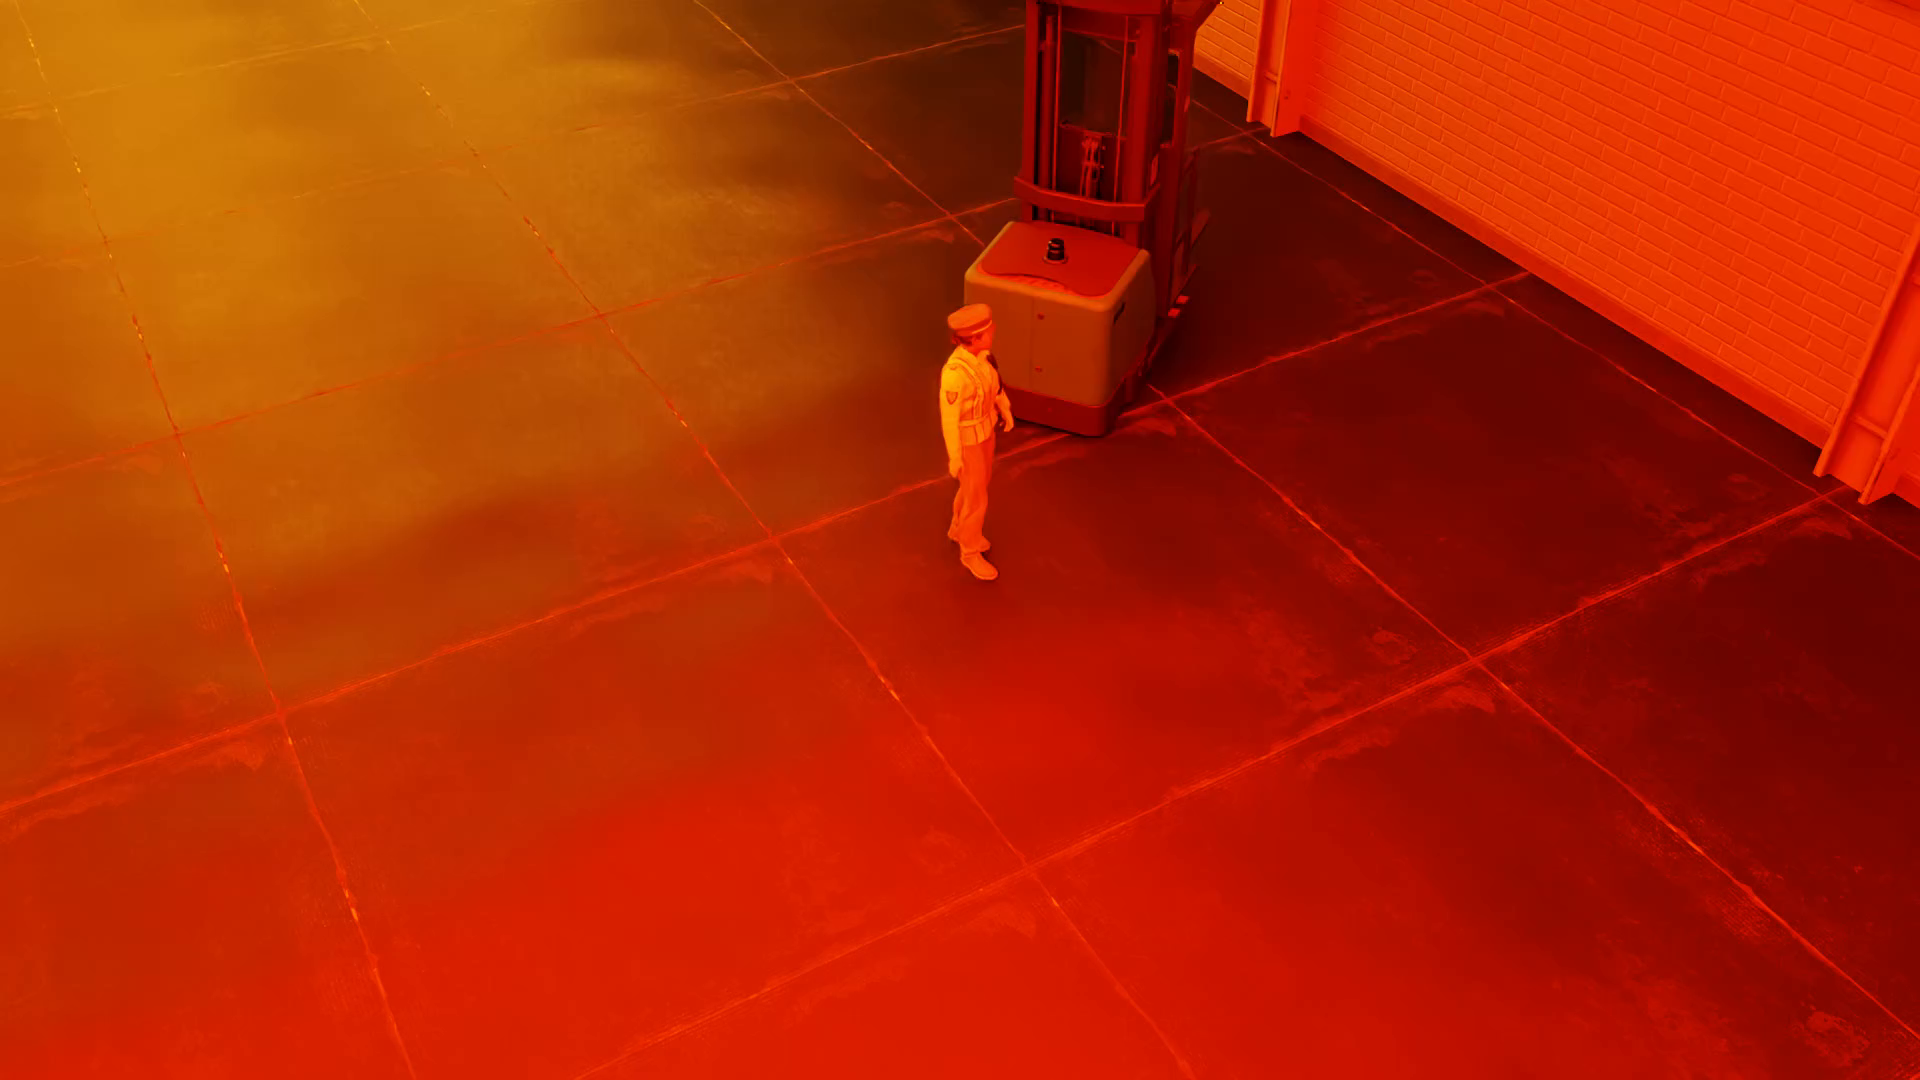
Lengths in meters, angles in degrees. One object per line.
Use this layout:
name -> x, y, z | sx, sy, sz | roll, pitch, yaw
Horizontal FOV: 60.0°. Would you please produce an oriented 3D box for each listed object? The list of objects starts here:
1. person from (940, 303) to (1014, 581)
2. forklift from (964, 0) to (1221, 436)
person -> 0.114, -0.617, 9.772 | 0.417, 1.668, 0.646 | 12, 41, 14
forklift -> 1.072, -2.758, 11.362 | 1.130, 2.935, 3.031 | 16, 42, 18
